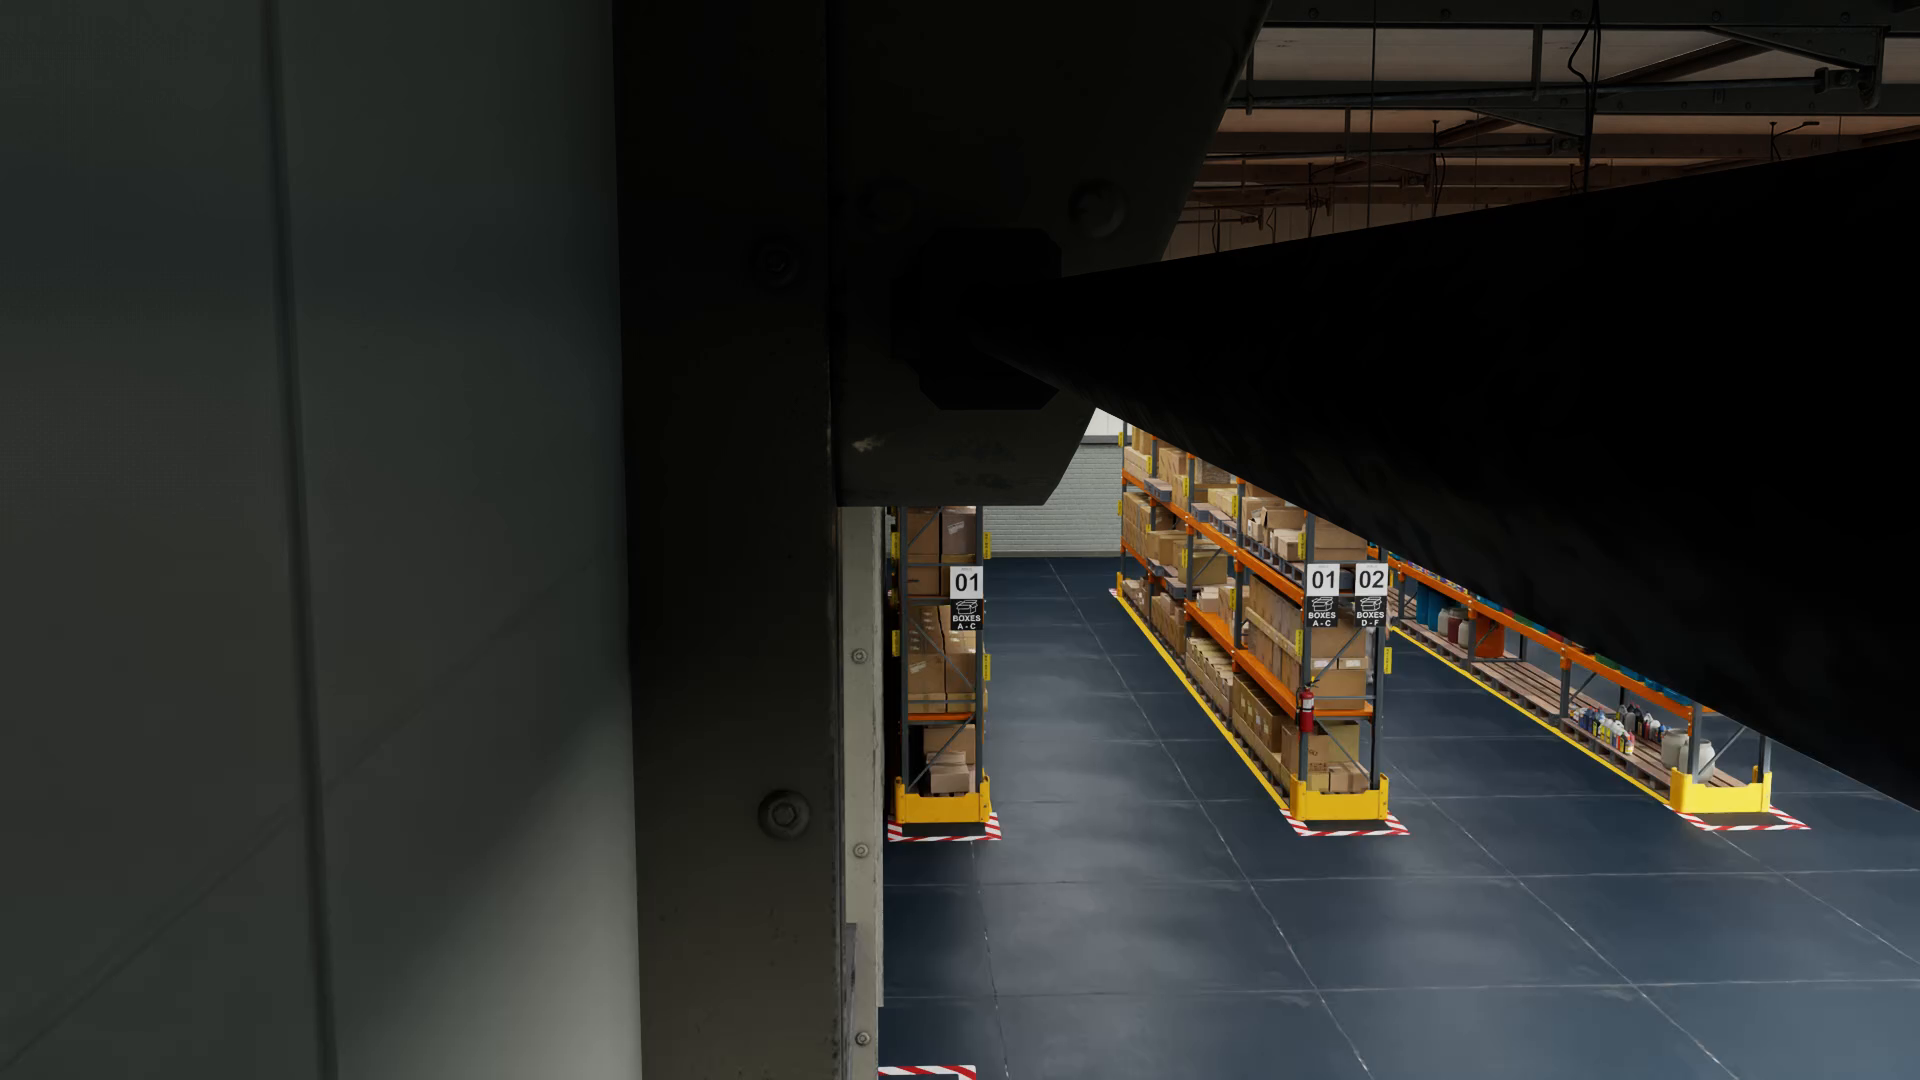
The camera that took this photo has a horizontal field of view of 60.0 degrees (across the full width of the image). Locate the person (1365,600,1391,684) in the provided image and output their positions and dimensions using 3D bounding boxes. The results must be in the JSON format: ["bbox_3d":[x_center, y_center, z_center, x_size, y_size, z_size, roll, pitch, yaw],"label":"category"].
[{"bbox_3d":[7.004,1.521,28.145,0.550,1.715,1.074,0,8,1],"label":"person"}]
